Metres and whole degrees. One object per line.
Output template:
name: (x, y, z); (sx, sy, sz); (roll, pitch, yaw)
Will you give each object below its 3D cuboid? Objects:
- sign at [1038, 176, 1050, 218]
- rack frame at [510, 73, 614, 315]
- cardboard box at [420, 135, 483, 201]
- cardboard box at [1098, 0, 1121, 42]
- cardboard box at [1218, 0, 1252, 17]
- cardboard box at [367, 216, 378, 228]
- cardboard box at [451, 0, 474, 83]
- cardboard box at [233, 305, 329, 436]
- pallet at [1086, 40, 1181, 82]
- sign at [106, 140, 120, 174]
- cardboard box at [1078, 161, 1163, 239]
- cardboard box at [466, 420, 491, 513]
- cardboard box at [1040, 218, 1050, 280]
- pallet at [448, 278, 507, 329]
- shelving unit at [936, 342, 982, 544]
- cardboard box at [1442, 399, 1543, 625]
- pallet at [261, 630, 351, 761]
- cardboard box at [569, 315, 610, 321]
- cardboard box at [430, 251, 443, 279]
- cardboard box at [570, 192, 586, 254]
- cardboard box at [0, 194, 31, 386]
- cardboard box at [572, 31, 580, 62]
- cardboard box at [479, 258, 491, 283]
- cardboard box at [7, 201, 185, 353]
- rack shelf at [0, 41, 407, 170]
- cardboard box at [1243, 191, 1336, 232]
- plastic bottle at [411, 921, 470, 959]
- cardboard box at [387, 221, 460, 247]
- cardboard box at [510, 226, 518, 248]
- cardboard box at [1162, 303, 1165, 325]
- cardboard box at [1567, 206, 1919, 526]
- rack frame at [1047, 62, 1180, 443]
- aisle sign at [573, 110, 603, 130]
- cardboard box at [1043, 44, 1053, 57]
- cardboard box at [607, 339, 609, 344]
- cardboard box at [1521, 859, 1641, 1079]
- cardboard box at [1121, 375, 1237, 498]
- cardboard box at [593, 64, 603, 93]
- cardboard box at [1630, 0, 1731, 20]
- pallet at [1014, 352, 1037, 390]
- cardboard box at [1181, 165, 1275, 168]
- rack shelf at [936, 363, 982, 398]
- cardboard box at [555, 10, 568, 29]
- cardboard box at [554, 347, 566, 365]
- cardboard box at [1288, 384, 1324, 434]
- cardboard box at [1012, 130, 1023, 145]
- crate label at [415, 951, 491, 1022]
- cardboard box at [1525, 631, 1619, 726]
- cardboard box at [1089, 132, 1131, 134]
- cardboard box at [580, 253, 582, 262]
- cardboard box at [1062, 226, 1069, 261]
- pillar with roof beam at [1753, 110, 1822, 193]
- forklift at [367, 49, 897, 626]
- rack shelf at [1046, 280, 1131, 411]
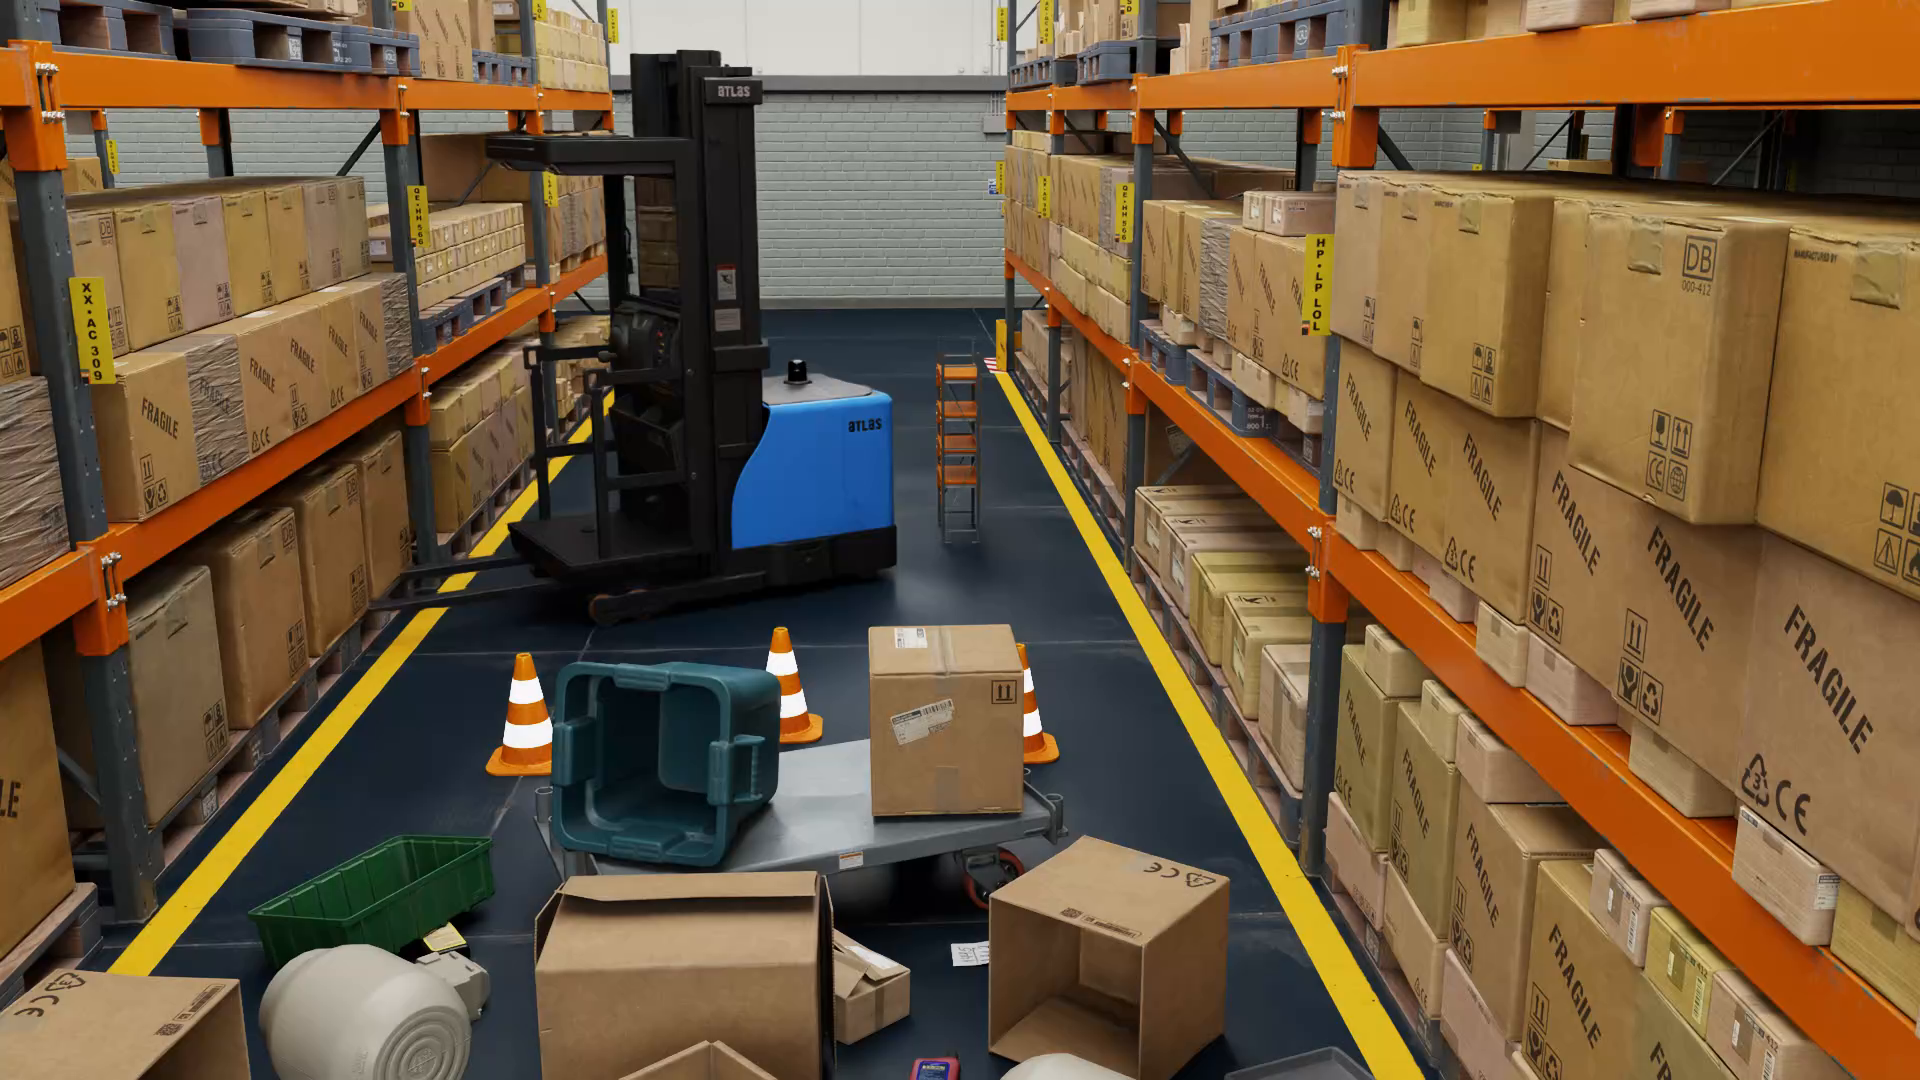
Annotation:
sign: (0.670, -2.714, 13.160); (0.100, 0.325, 0.005); (-1, 14, -3)
rack frame: (-3.959, -3.159, 16.784); (1.000, 3.000, 0.127); (-1, 14, -3)
cardboard box: (-4.010, -2.953, 13.181); (0.500, 0.500, 0.500); (-1, 14, -5)
cardboard box: (1.220, -3.219, 9.953); (0.700, 0.500, 0.500); (-2, 15, -6)
cardboard box: (1.594, -2.395, 7.586); (0.797, 0.503, 0.637); (-1, 14, -3)
cardboard box: (-4.044, -2.040, 10.904); (0.380, 0.149, 0.250); (0, 14, -2)
cardboard box: (-3.307, -3.065, 10.199); (0.500, 0.500, 0.500); (-1, 14, -3)
cardboard box: (-3.071, -0.734, 7.159); (0.500, 0.500, 0.500); (-1, 14, -3)
pallet: (1.378, -2.791, 9.715); (1.213, 0.211, 1.003); (0, 14, -1)
sign: (-8.373, -3.788, 16.429); (0.100, 0.325, 0.005); (-1, 14, -3)
cardboard box: (1.090, -2.305, 11.258); (0.500, 0.500, 0.500); (-1, 14, -4)
cardboard box: (-3.287, -0.467, 10.495); (0.500, 0.500, 0.500); (-1, 14, -3)
cardboard box: (0.940, -2.425, 13.733); (0.500, 0.500, 0.500); (-1, 14, -3)
pallet: (-3.627, -1.568, 10.986); (1.003, 0.211, 1.213); (-1, 14, -3)
shelving unit: (-0.010, -0.622, 10.537); (0.258, 1.200, 0.503); (-1, 14, -3)
cardboard box: (1.541, -0.105, 4.118); (0.500, 0.500, 0.500); (-1, 14, -4)
pallet: (-3.417, 0.681, 7.455); (1.003, 0.211, 1.213); (-1, 14, -3)
cardboard box: (-3.673, -2.142, 16.516); (0.380, 0.149, 0.250); (-1, 14, -3)
cardboard box: (-3.331, -1.652, 9.992); (0.380, 0.149, 0.250); (-1, 14, -5)
cardboard box: (-3.523, -2.732, 14.329); (0.500, 0.500, 0.500); (-1, 14, -5)
cardboard box: (-3.227, -0.678, 4.673); (0.875, 0.550, 0.550); (-1, 14, -3)
cardboard box: (-3.595, -4.290, 14.458); (0.500, 0.250, 0.500); (-2, 15, -6)
cardboard box: (-3.405, -1.826, 11.265); (0.380, 0.149, 0.250); (0, 14, -1)
cardboard box: (-3.286, -0.958, 6.024); (0.700, 0.500, 0.500); (-1, 14, -4)
rack shelf: (-3.339, -1.776, 6.834); (1.077, 0.370, 4.000); (-1, 14, -3)
cardboard box: (1.369, -1.336, 6.758); (0.380, 0.149, 0.250); (-2, 15, -6)
plastic bottle: (-1.692, 1.294, 5.374); (0.133, 0.061, 0.283); (-9, 17, -32)
cardboard box: (-3.363, -1.918, 10.429); (0.380, 0.149, 0.250); (0, 14, -1)
cardboard box: (-3.472, -2.228, 12.232); (0.380, 0.149, 0.250); (-1, 14, -3)
cardboard box: (1.290, -1.198, 8.824); (0.380, 0.149, 0.250); (-2, 15, -7)
cardboard box: (1.559, -0.333, 2.996); (0.700, 0.500, 0.500); (-1, 14, -4)
rack frame: (1.223, -2.266, 13.312); (1.000, 3.000, 0.127); (-1, 14, -3)
aisle sign: (-3.664, -4.441, 16.548); (0.394, 0.787, 0.004); (-1, 14, -3)
cardboard box: (0.864, -4.059, 13.488); (0.396, 0.266, 0.258); (0, 14, -2)
cardboard box: (-3.641, -1.999, 16.557); (0.380, 0.149, 0.250); (-1, 14, -5)
cardboard box: (1.597, 1.033, 3.661); (0.500, 0.500, 0.500); (-1, 14, -5)
cardboard box: (1.511, -0.618, 10.331); (0.875, 0.875, 0.875); (-1, 14, -4)
cardboard box: (-3.628, -4.303, 15.512); (0.500, 0.250, 0.500); (-1, 14, -3)
cardboard box: (1.526, -1.078, 3.180); (0.380, 0.149, 0.250); (-1, 14, -4)
pallet: (1.103, -1.712, 16.758); (1.003, 0.211, 1.213); (-1, 14, -3)
cardboard box: (1.644, -2.053, 10.279); (0.500, 0.500, 0.500); (-1, 14, -3)
rack shelf: (-0.010, -1.003, 10.439); (0.258, 0.148, 0.480); (-1, 14, -3)
cardboard box: (-3.521, -4.383, 14.019); (0.380, 0.149, 0.250); (0, 14, -1)
cardboard box: (-3.587, -1.560, 14.254); (0.380, 0.149, 0.250); (-1, 14, -5)
cardboard box: (1.412, -0.481, 6.039); (0.380, 0.149, 0.250); (-1, 14, -3)
cardboard box: (0.721, -4.015, 16.601); (0.380, 0.149, 0.250); (-1, 14, -2)
crate label: (-1.575, 1.353, 4.991); (0.298, 0.136, 0.250); (-13, 20, -42)
cardboard box: (1.532, 0.309, 3.808); (0.380, 0.149, 0.250); (-1, 14, -4)
cardboard box: (1.334, -3.512, 14.647); (0.380, 0.149, 0.250); (-1, 14, -4)
cardboard box: (-3.632, -2.573, 15.011); (0.380, 0.149, 0.250); (-1, 14, -2)
cardboard box: (1.030, -2.192, 12.324); (0.500, 0.250, 0.500); (-1, 14, -3)
pillar with roof beam: (2.737, -5.369, 13.335); (9.100, 9.000, 0.400); (-1, 14, -3)
forklift: (-1.893, -1.117, 8.984); (3.031, 2.935, 1.130); (-9, 17, -30)
rack shelf: (1.347, -1.420, 11.468); (1.077, 0.370, 4.000); (-1, 14, -3)
